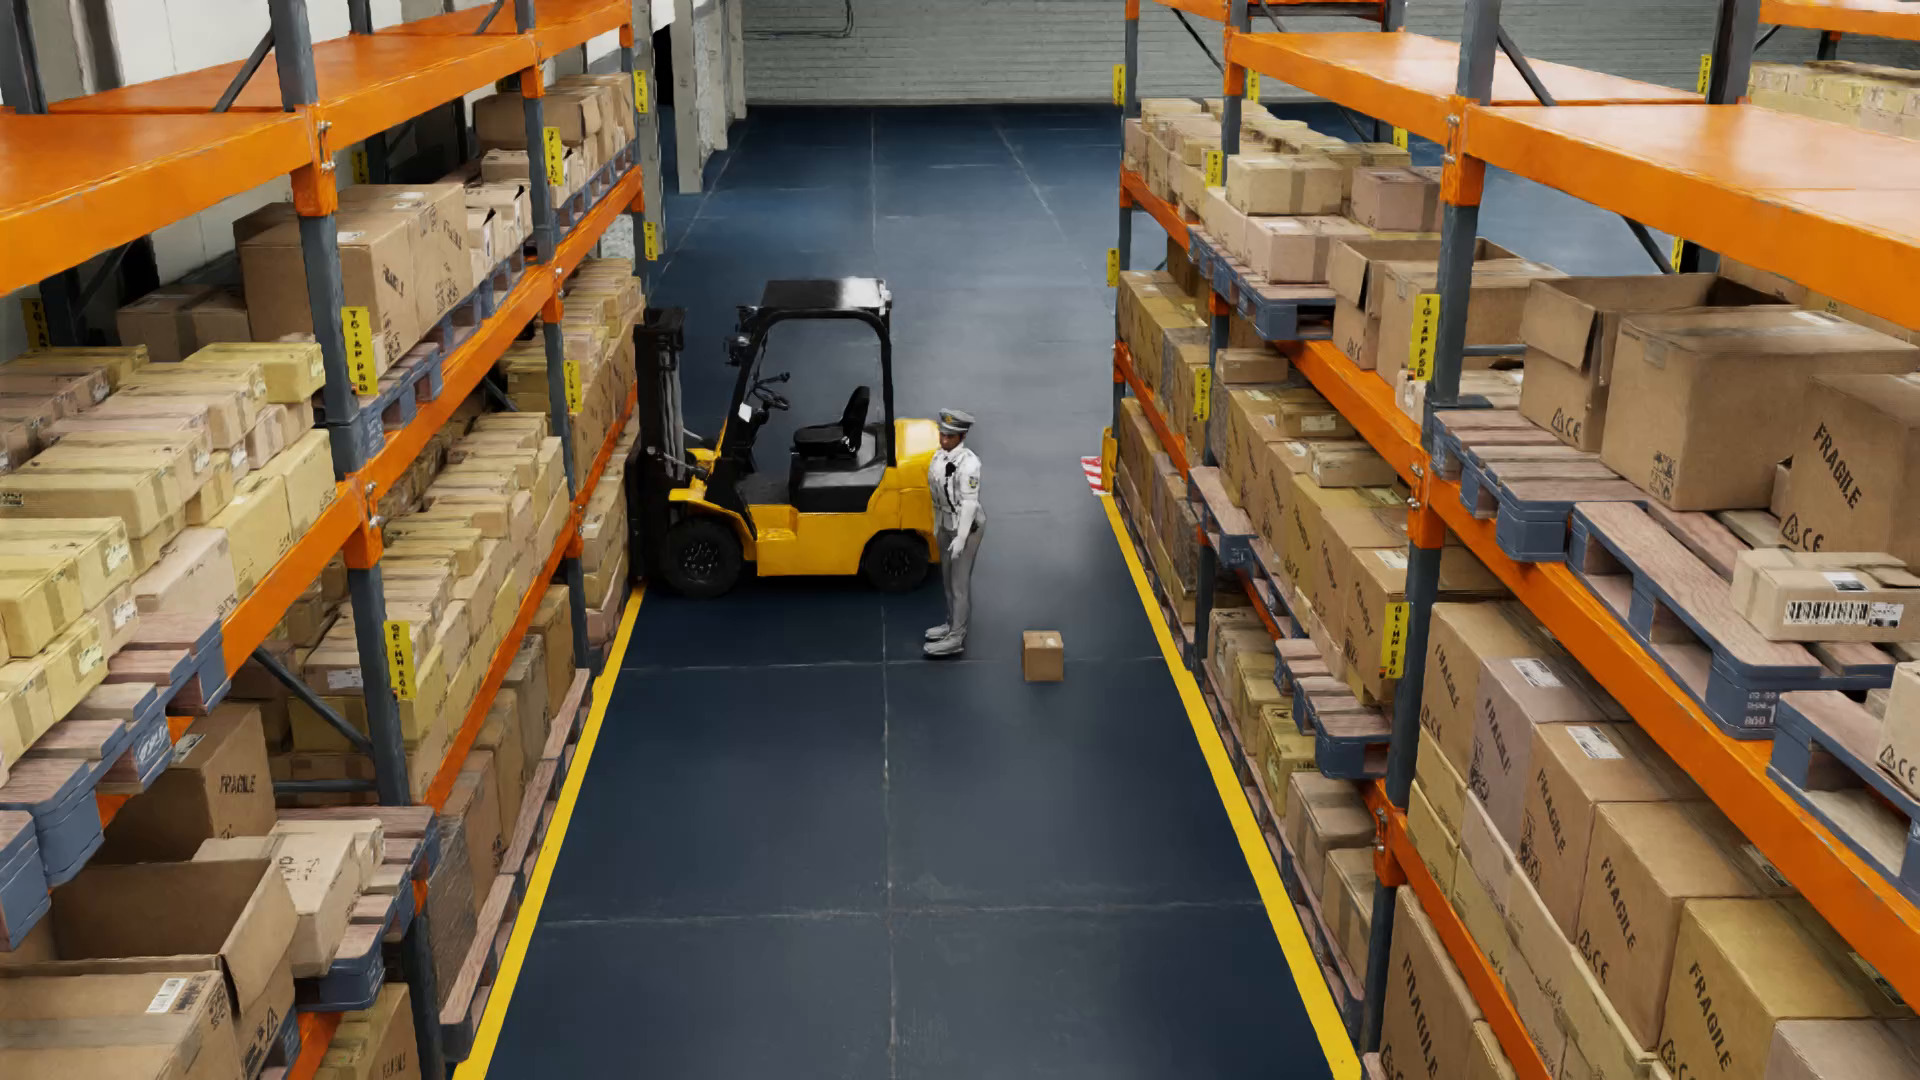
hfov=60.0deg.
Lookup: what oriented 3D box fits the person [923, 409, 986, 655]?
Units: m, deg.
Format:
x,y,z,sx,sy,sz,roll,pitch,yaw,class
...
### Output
x,y,z,sx,sy,sz,roll,pitch,yaw,class
-0.098,-0.063,11.167,0.475,1.686,0.530,-13,24,-30,person
